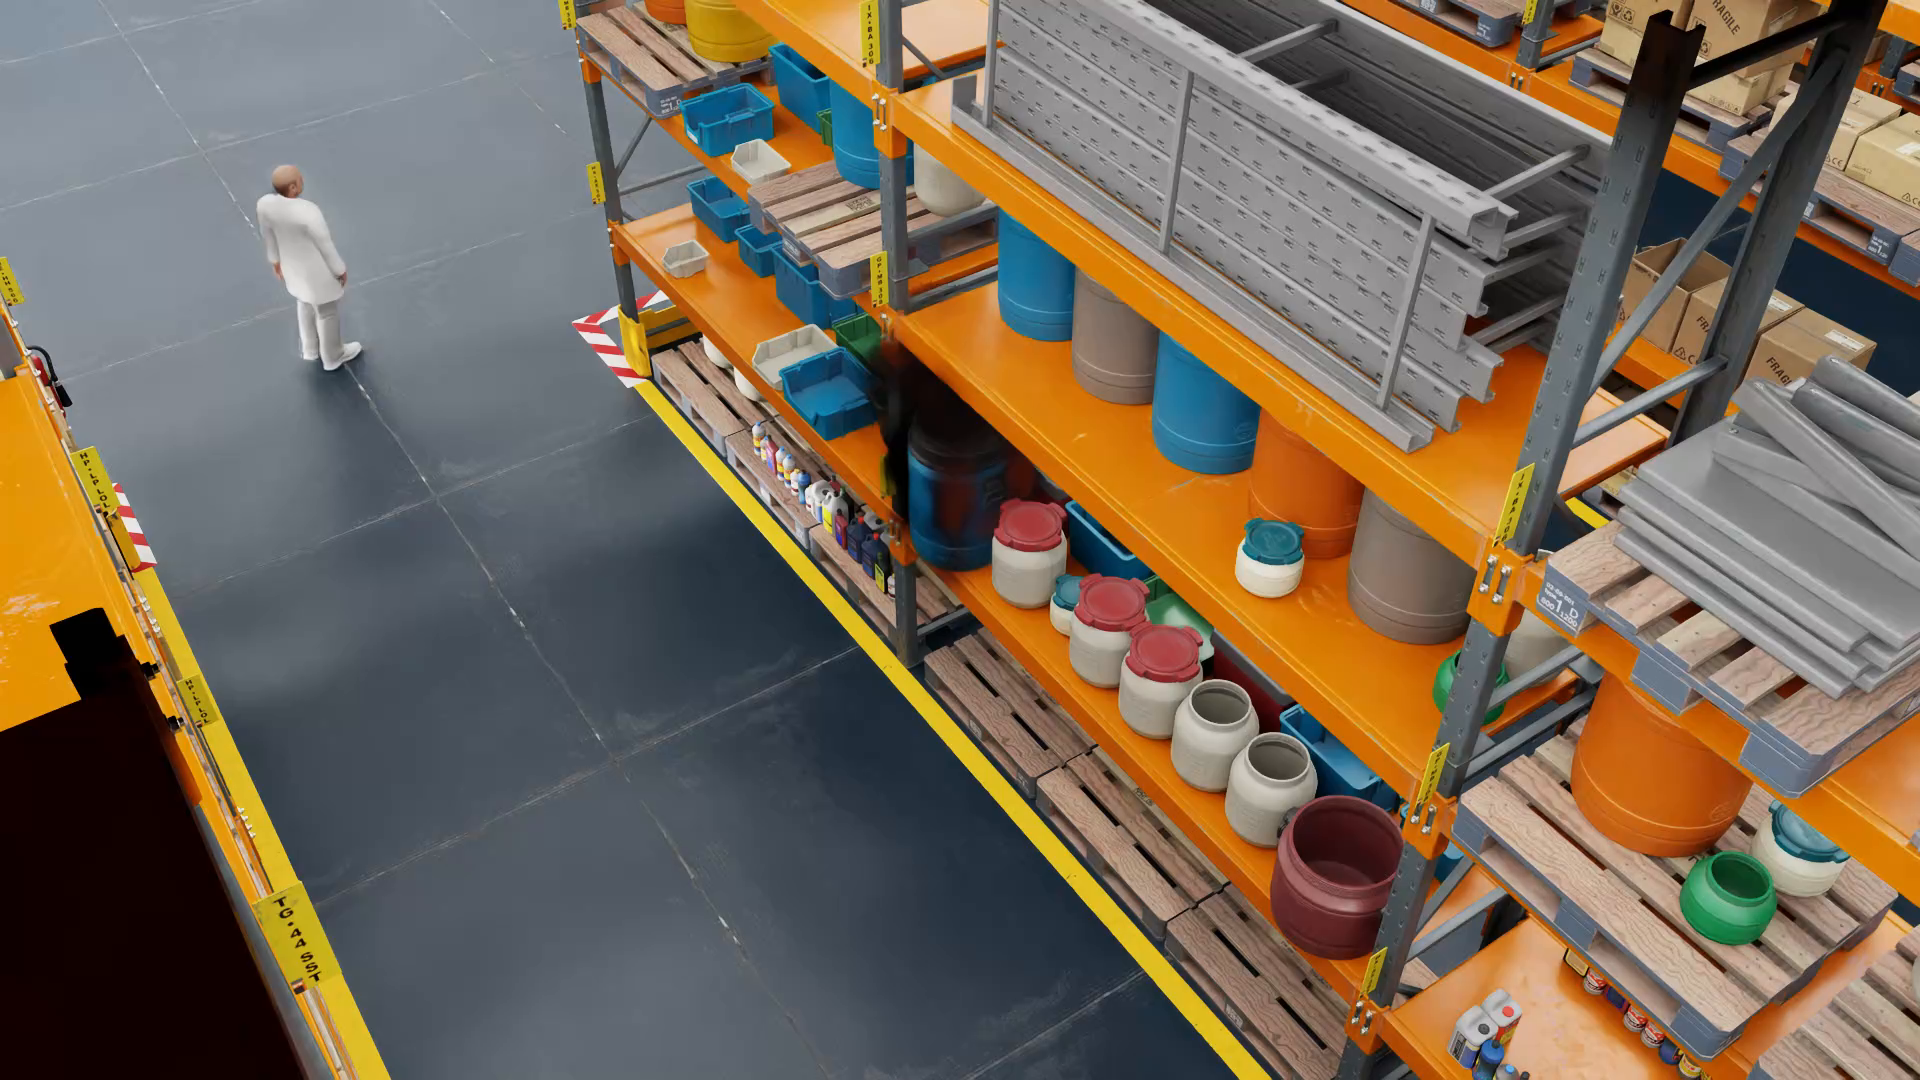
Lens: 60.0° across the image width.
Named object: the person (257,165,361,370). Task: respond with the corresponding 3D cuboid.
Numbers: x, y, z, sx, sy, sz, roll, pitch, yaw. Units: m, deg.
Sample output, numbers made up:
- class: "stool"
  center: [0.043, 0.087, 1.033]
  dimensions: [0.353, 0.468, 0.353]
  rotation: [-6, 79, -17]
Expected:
- class: "person"
  center: [-4.960, -2.085, 12.735]
  dimensions: [0.635, 1.827, 0.393]
  rotation: [16, 45, 16]
